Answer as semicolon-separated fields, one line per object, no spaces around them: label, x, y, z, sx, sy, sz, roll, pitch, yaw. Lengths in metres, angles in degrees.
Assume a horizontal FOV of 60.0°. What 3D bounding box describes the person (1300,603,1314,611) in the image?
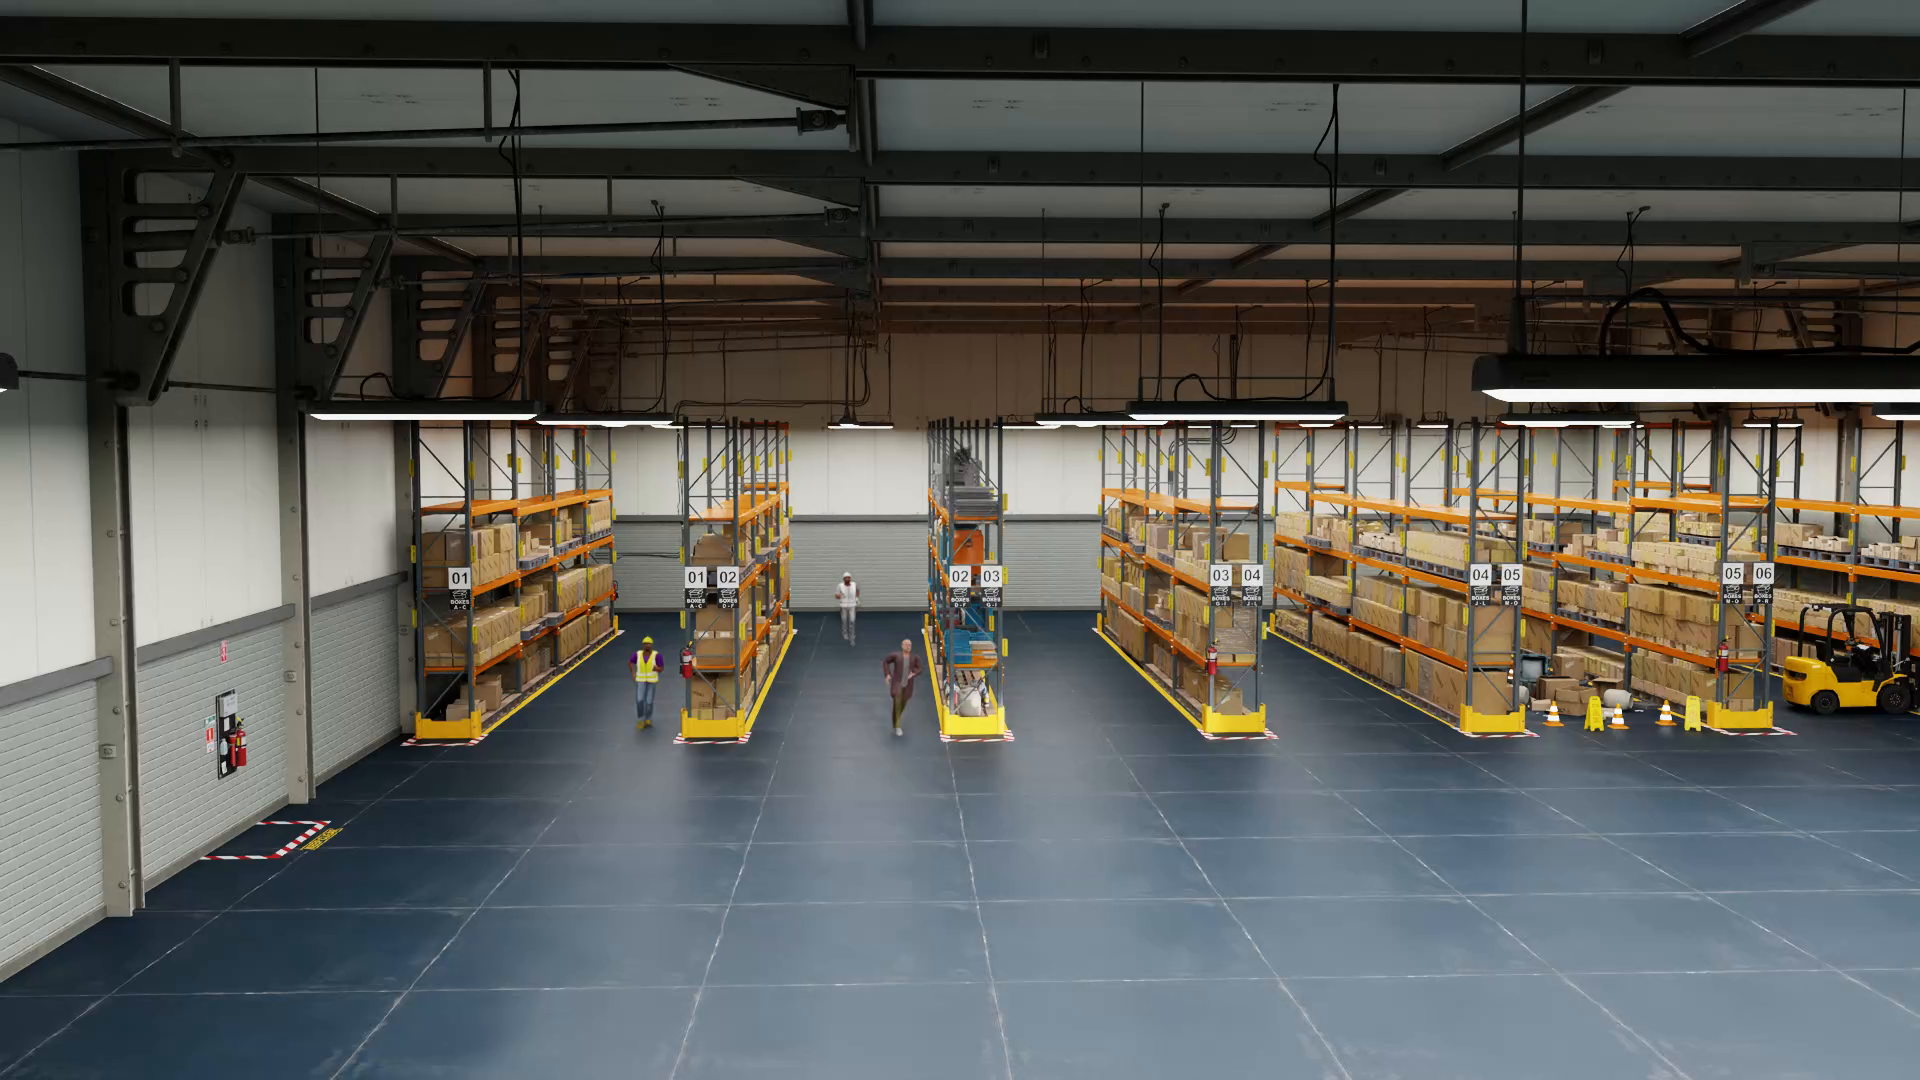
person;10.205;1.683;48.903;0.753;1.725;0.661;3;5;42

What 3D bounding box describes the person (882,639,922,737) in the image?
person;-1.081;2.787;31.708;0.736;1.803;0.987;-1;4;-15

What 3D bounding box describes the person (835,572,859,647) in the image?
person;-2.890;1.765;42.741;0.660;1.881;0.772;-1;4;-9

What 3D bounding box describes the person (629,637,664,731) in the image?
person;-6.034;2.762;32.000;0.681;1.796;0.732;-1;4;-9
